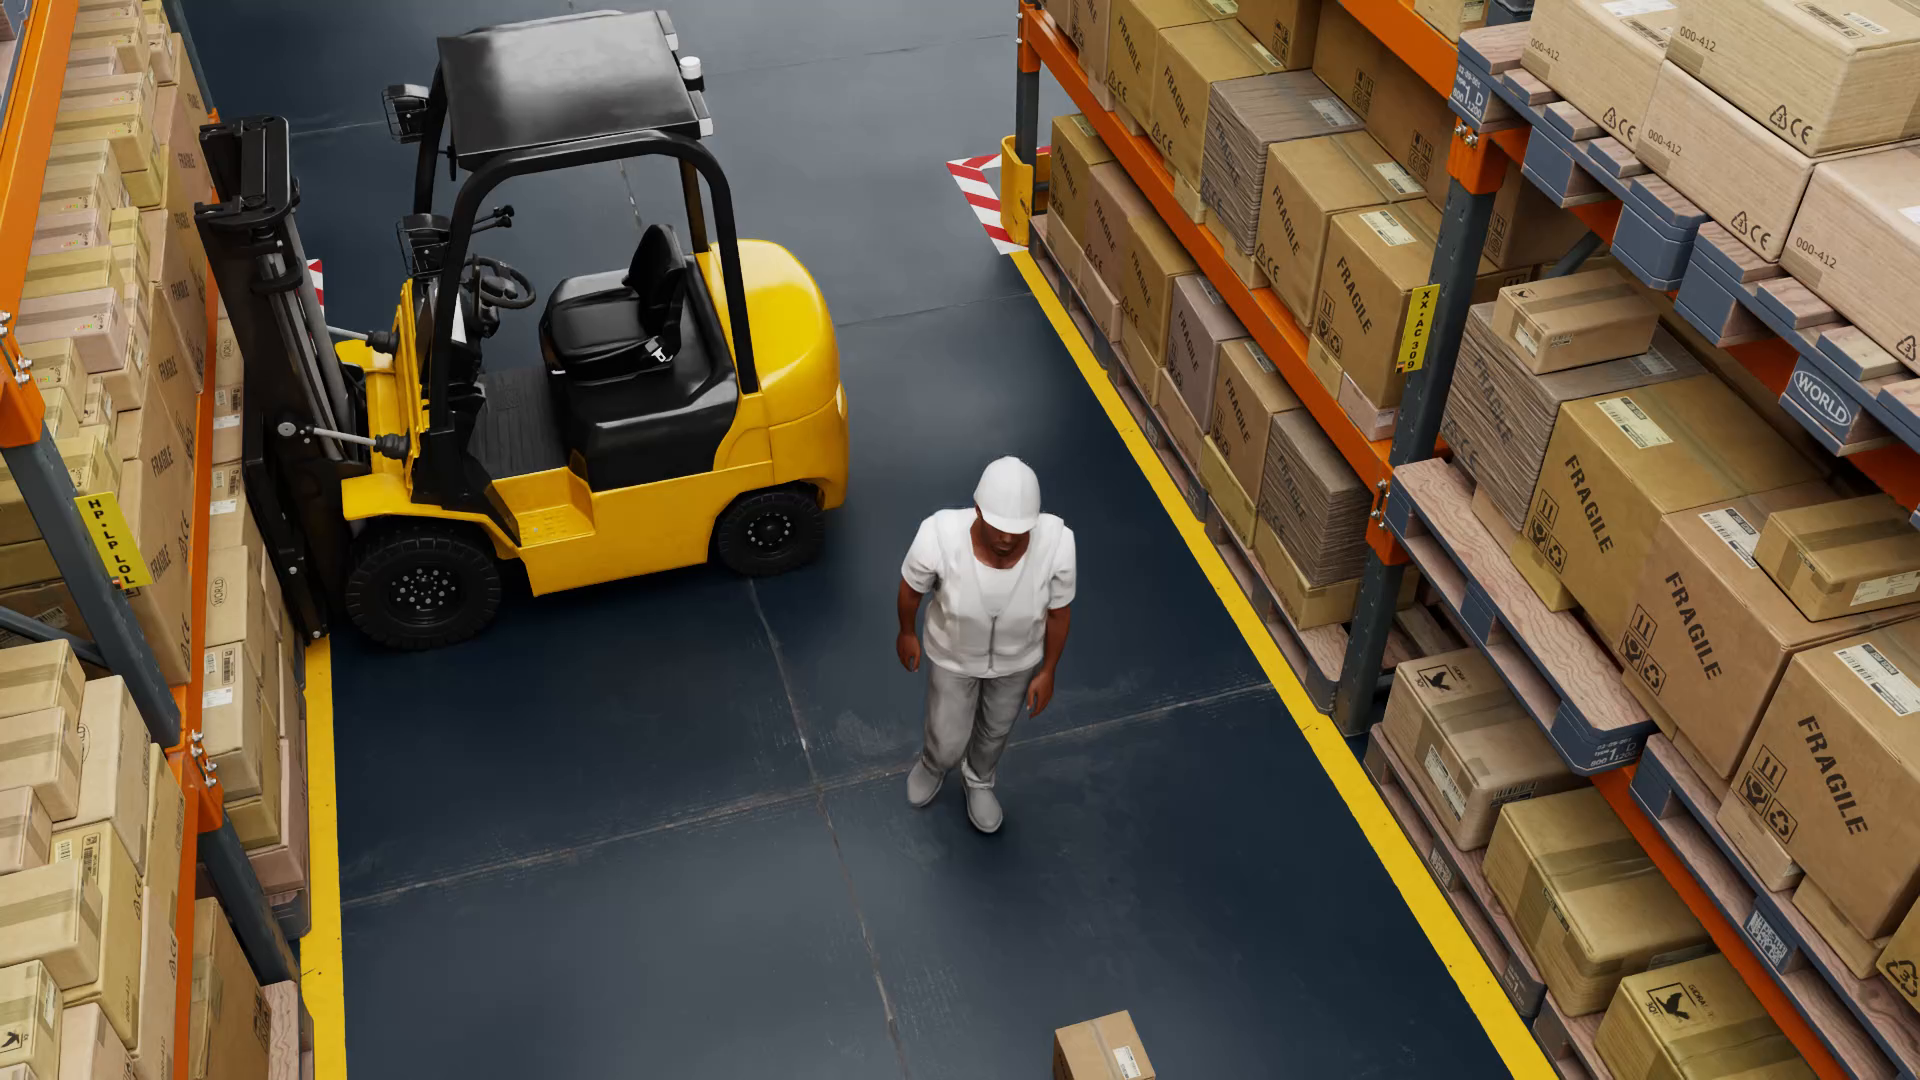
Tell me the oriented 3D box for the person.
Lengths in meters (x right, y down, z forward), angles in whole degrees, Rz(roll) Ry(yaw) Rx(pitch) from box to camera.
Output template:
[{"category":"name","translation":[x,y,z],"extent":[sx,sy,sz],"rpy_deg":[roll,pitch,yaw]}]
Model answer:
[{"category":"person","translation":[0.084,0.148,5.445],"extent":[0.583,1.065,0.442],"rpy_deg":[-5,42,-5]}]
